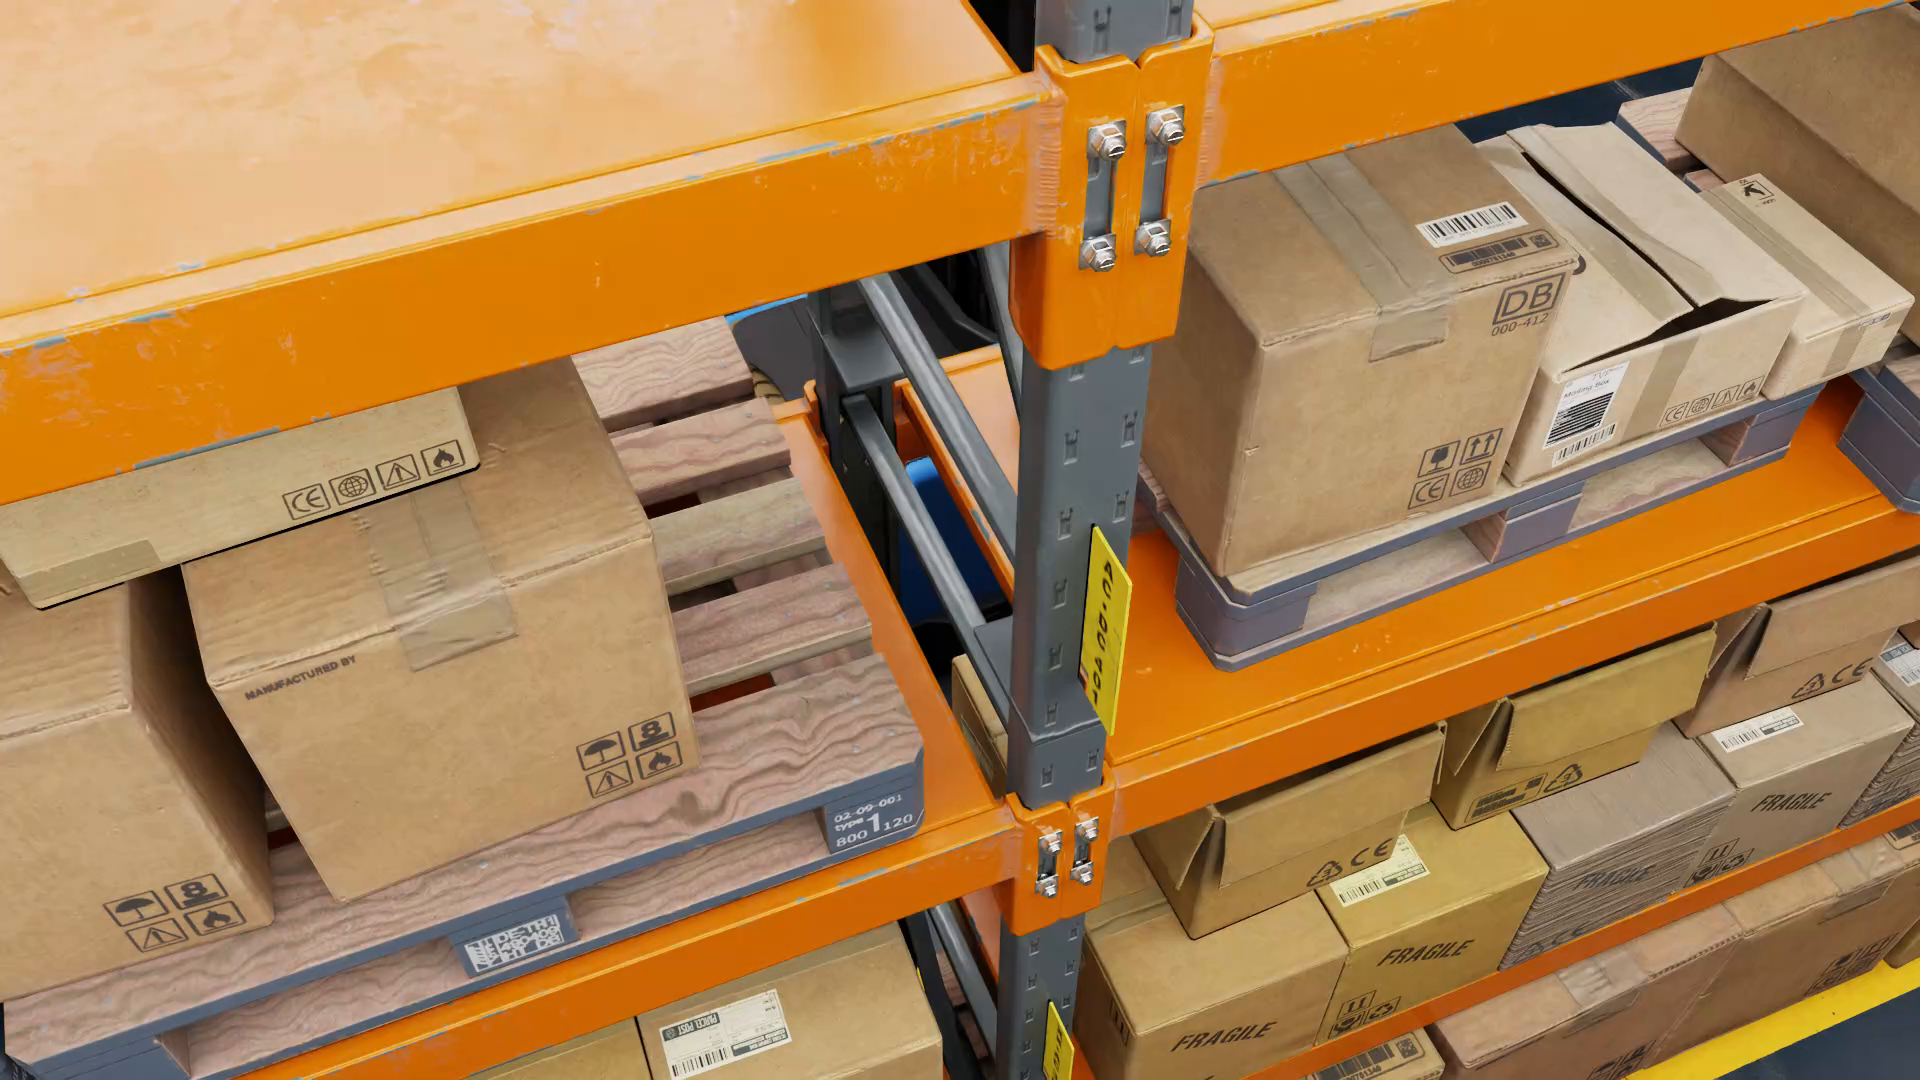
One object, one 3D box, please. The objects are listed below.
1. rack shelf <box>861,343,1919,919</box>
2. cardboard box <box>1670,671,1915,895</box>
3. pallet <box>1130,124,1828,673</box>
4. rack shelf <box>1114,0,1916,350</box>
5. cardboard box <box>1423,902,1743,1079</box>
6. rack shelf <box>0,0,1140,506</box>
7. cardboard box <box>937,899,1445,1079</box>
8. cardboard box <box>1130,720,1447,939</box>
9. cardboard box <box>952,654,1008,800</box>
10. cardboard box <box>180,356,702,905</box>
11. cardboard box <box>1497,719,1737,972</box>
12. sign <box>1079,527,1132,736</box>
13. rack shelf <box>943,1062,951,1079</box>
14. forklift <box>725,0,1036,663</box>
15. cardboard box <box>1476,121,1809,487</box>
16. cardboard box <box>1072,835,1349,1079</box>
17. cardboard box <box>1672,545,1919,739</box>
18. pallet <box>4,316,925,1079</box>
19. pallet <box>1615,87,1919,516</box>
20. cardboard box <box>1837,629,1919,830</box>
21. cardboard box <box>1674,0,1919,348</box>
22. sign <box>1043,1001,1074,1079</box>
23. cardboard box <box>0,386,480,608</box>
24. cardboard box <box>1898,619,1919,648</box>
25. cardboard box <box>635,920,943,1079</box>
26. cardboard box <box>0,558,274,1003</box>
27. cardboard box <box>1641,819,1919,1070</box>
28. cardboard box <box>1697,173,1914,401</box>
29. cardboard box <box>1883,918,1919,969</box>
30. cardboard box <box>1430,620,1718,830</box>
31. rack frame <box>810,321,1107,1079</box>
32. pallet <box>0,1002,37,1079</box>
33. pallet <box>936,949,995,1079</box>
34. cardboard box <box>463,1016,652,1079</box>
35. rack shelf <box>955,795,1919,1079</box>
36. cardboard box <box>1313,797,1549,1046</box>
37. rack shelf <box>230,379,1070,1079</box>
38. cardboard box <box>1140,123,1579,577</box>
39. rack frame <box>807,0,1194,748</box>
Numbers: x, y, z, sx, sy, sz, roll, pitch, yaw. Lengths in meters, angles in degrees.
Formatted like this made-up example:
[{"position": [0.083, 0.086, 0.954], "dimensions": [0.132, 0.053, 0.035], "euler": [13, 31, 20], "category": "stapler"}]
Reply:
[{"position": [1.825, -0.411, 3.464], "dimensions": [4.000, 0.370, 1.077], "euler": [-17, 52, -14], "category": "rack shelf"}, {"position": [1.899, 0.476, 4.139], "dimensions": [0.500, 0.500, 0.500], "euler": [-16, 51, -14], "category": "cardboard box"}, {"position": [0.804, -0.307, 3.026], "dimensions": [1.217, 0.209, 0.805], "euler": [-19, 52, -16], "category": "pallet"}, {"position": [1.825, -1.258, 2.477], "dimensions": [4.000, 0.370, 1.077], "euler": [-17, 52, -14], "category": "rack shelf"}, {"position": [1.385, 1.006, 4.873], "dimensions": [0.875, 0.875, 1.225], "euler": [-19, 52, -15], "category": "cardboard box"}, {"position": [-1.878, -0.111, 1.492], "dimensions": [4.000, 0.370, 1.077], "euler": [-17, 52, -14], "category": "rack shelf"}, {"position": [0.558, 1.263, 4.653], "dimensions": [0.875, 0.875, 1.225], "euler": [-17, 51, -14], "category": "cardboard box"}, {"position": [0.562, 0.357, 3.580], "dimensions": [0.637, 0.503, 0.797], "euler": [-18, 52, -15], "category": "cardboard box"}, {"position": [0.303, 0.547, 4.078], "dimensions": [0.500, 0.500, 0.500], "euler": [-17, 51, -14], "category": "cardboard box"}, {"position": [-0.728, -0.007, 2.234], "dimensions": [0.500, 0.500, 0.700], "euler": [-20, 52, -16], "category": "cardboard box"}, {"position": [1.422, 0.628, 4.008], "dimensions": [0.500, 0.500, 0.500], "euler": [-18, 52, -15], "category": "cardboard box"}, {"position": [0.185, 0.123, 2.138], "dimensions": [0.005, 0.325, 0.100], "euler": [-17, 52, -14], "category": "sign"}, {"position": [-1.878, 1.713, 3.616], "dimensions": [4.000, 0.370, 1.077], "euler": [-17, 52, -14], "category": "rack shelf"}, {"position": [0.616, -1.187, 5.678], "dimensions": [3.031, 2.935, 1.130], "euler": [-21, 53, -17], "category": "forklift"}, {"position": [1.023, -0.431, 2.789], "dimensions": [0.500, 0.311, 0.500], "euler": [-19, 52, -15], "category": "cardboard box"}, {"position": [0.494, 0.916, 3.761], "dimensions": [0.500, 0.500, 0.500], "euler": [-17, 51, -14], "category": "cardboard box"}, {"position": [1.771, -0.021, 3.905], "dimensions": [0.637, 0.503, 0.797], "euler": [-16, 51, -13], "category": "cardboard box"}, {"position": [-0.788, 0.184, 2.537], "dimensions": [1.213, 0.211, 1.003], "euler": [-17, 52, -14], "category": "pallet"}, {"position": [2.066, -0.613, 3.287], "dimensions": [1.213, 0.211, 1.003], "euler": [-15, 51, -13], "category": "pallet"}, {"position": [2.370, 0.331, 4.263], "dimensions": [0.500, 0.500, 0.500], "euler": [-19, 52, -15], "category": "cardboard box"}, {"position": [1.793, -0.789, 2.969], "dimensions": [0.637, 0.503, 0.797], "euler": [-18, 52, -15], "category": "cardboard box"}, {"position": [0.185, 0.987, 3.143], "dimensions": [0.005, 0.325, 0.100], "euler": [-17, 52, -14], "category": "sign"}, {"position": [-0.900, -0.253, 1.951], "dimensions": [0.500, 0.250, 0.500], "euler": [-20, 52, -17], "category": "cardboard box"}, {"position": [2.389, -0.218, 4.074], "dimensions": [0.637, 0.503, 0.797], "euler": [-16, 51, -13], "category": "cardboard box"}, {"position": [-0.351, 0.933, 3.221], "dimensions": [0.500, 0.500, 0.500], "euler": [-16, 51, -13], "category": "cardboard box"}, {"position": [-1.228, 0.144, 2.104], "dimensions": [0.500, 0.500, 0.700], "euler": [-15, 51, -12], "category": "cardboard box"}, {"position": [2.202, 0.747, 5.096], "dimensions": [0.875, 0.875, 1.225], "euler": [-17, 51, -14], "category": "cardboard box"}, {"position": [1.409, -0.449, 2.910], "dimensions": [0.250, 0.149, 0.380], "euler": [-19, 52, -16], "category": "cardboard box"}, {"position": [3.030, 0.497, 5.311], "dimensions": [0.875, 0.875, 1.225], "euler": [-19, 52, -16], "category": "cardboard box"}, {"position": [1.202, 0.168, 3.742], "dimensions": [0.637, 0.503, 0.797], "euler": [-17, 51, -14], "category": "cardboard box"}, {"position": [-0.026, 0.905, 3.836], "dimensions": [0.127, 3.000, 1.000], "euler": [-17, 52, -14], "category": "rack frame"}, {"position": [-1.915, 0.531, 2.238], "dimensions": [1.213, 0.211, 1.003], "euler": [-17, 52, -14], "category": "pallet"}, {"position": [0.659, 1.540, 5.129], "dimensions": [1.213, 0.211, 1.003], "euler": [-17, 52, -14], "category": "pallet"}, {"position": [-0.816, 1.073, 3.100], "dimensions": [0.500, 0.500, 0.500], "euler": [-17, 51, -14], "category": "cardboard box"}, {"position": [1.825, 0.566, 4.602], "dimensions": [4.000, 0.370, 1.077], "euler": [-17, 52, -14], "category": "rack shelf"}, {"position": [0.959, 0.772, 3.885], "dimensions": [0.500, 0.500, 0.500], "euler": [-17, 51, -14], "category": "cardboard box"}, {"position": [-1.878, 0.736, 2.478], "dimensions": [4.000, 0.370, 1.077], "euler": [-17, 52, -14], "category": "rack shelf"}, {"position": [0.507, -0.415, 2.650], "dimensions": [0.500, 0.500, 0.700], "euler": [-16, 51, -13], "category": "cardboard box"}, {"position": [-0.026, -1.049, 1.560], "dimensions": [0.127, 3.000, 1.000], "euler": [-17, 52, -14], "category": "rack frame"}]
